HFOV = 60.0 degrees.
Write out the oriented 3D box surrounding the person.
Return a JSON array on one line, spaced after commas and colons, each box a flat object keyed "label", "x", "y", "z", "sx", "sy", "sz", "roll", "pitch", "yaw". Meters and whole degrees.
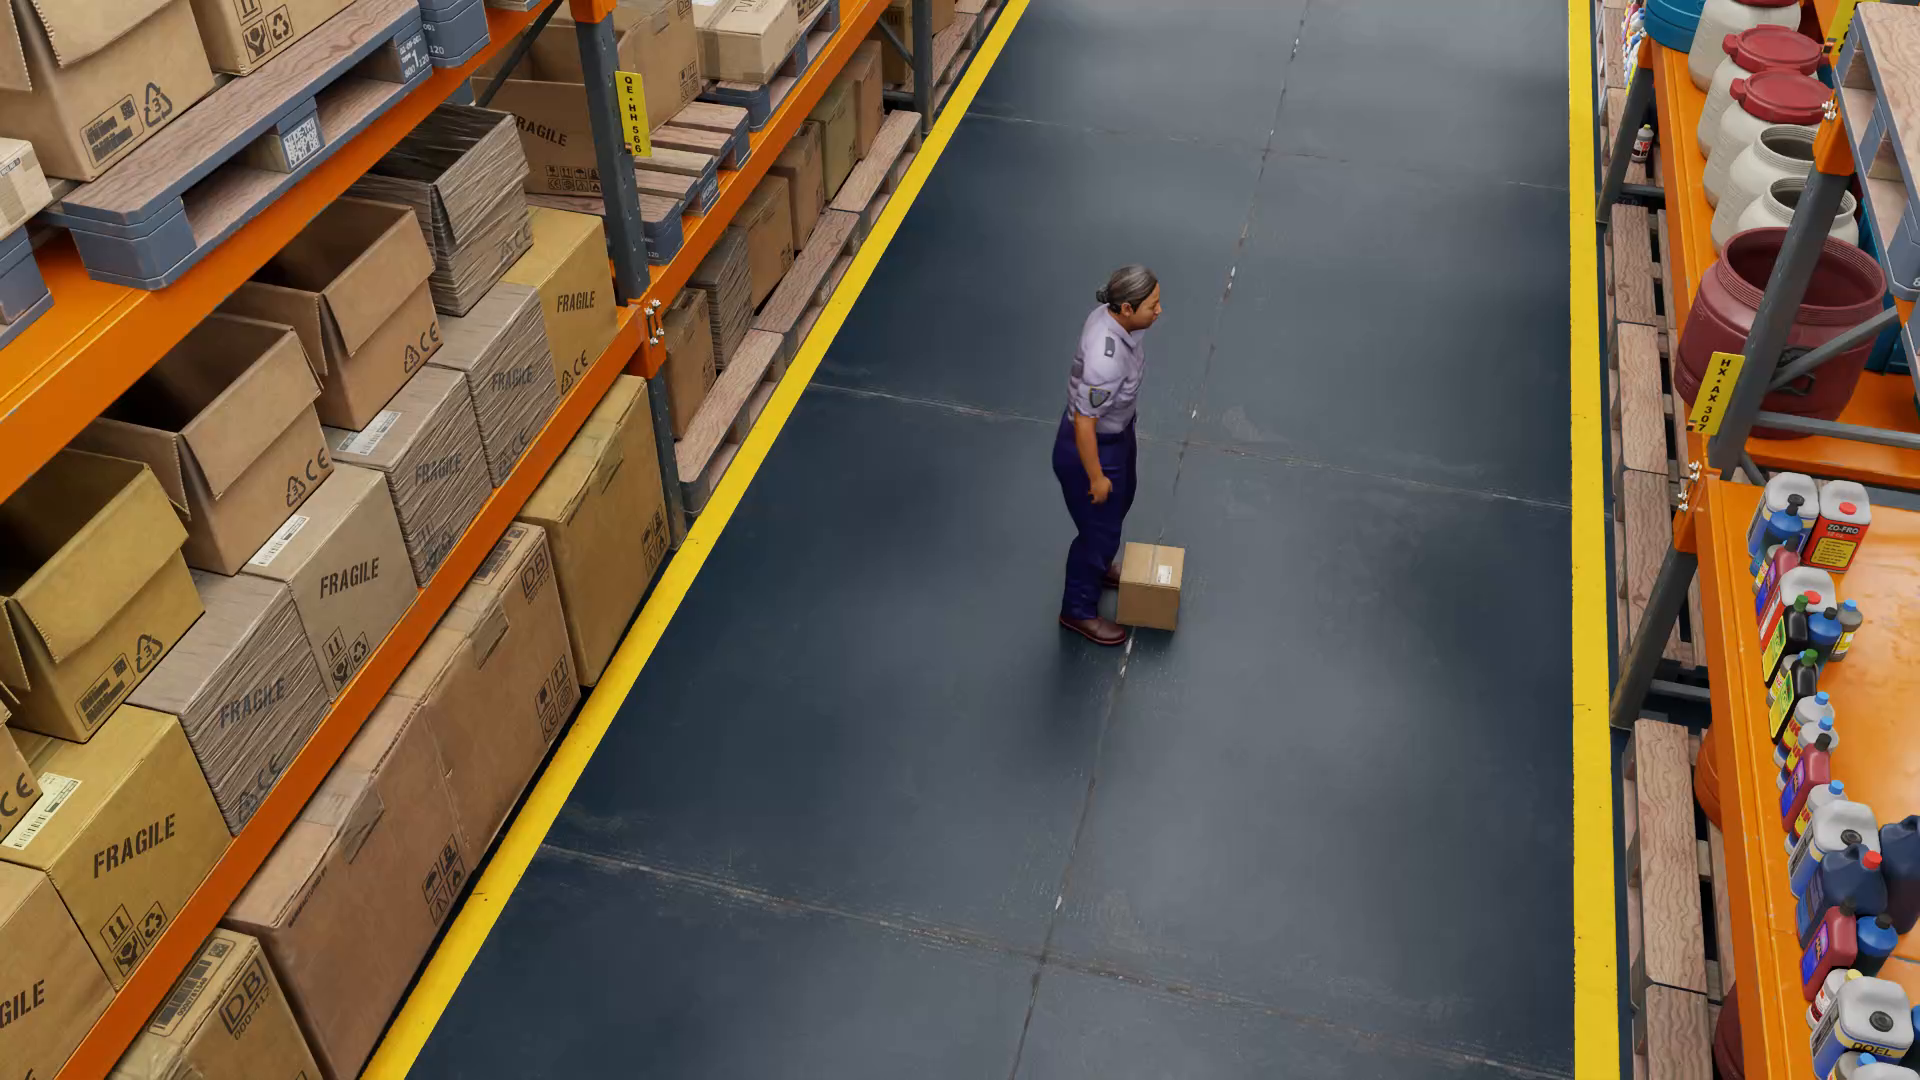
[{"label": "person", "x": 0.566, "y": -0.298, "z": 6.637, "sx": 0.374, "sy": 1.477, "sz": 0.528, "roll": 10, "pitch": 42, "yaw": 11}]
